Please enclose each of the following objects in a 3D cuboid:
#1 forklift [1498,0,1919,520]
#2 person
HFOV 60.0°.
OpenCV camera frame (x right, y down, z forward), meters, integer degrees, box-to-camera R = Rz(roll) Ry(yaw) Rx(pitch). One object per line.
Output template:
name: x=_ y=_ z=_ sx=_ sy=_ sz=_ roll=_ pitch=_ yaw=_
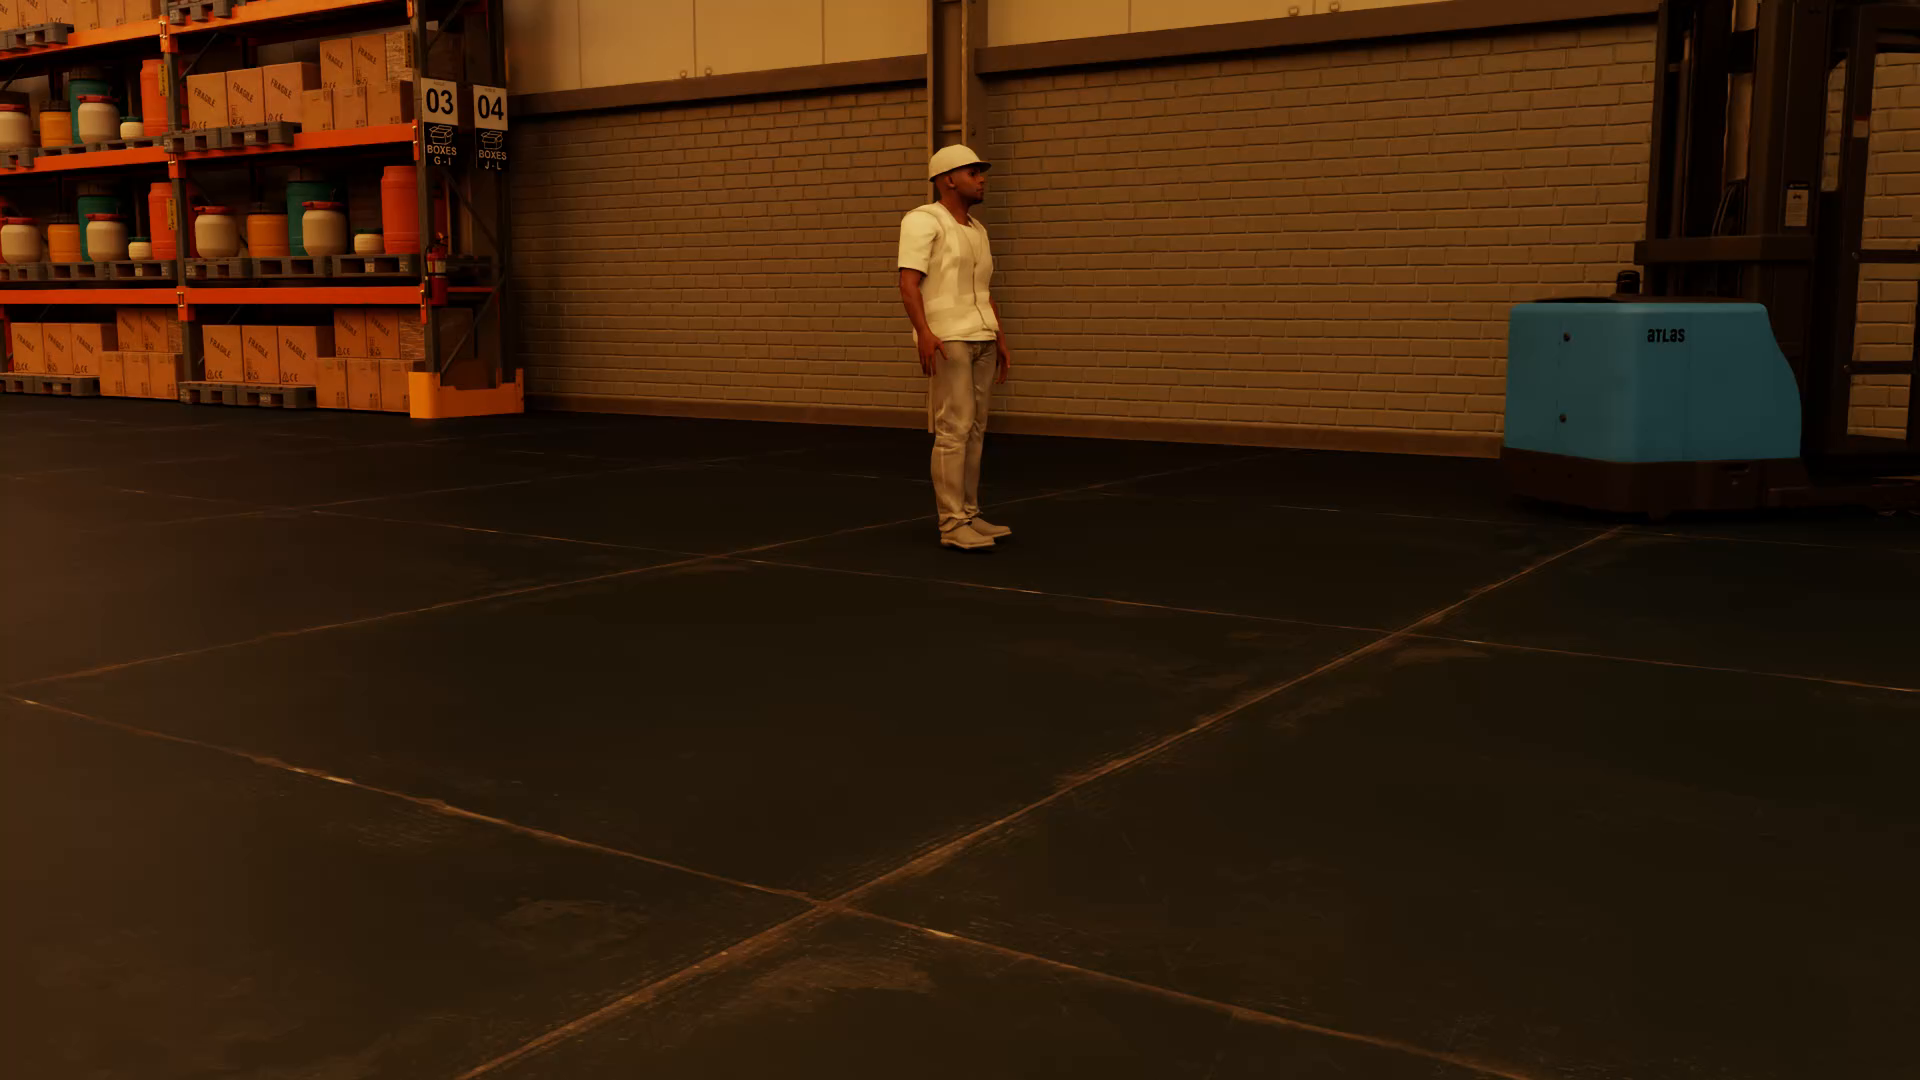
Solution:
forklift: x=4.467 y=-1.639 z=8.722 sx=3.031 sy=2.935 sz=1.130 roll=-2 pitch=8 yaw=-16
person: x=0.054 y=-0.875 z=7.435 sx=0.577 sy=1.765 sz=0.642 roll=5 pitch=10 yaw=34
